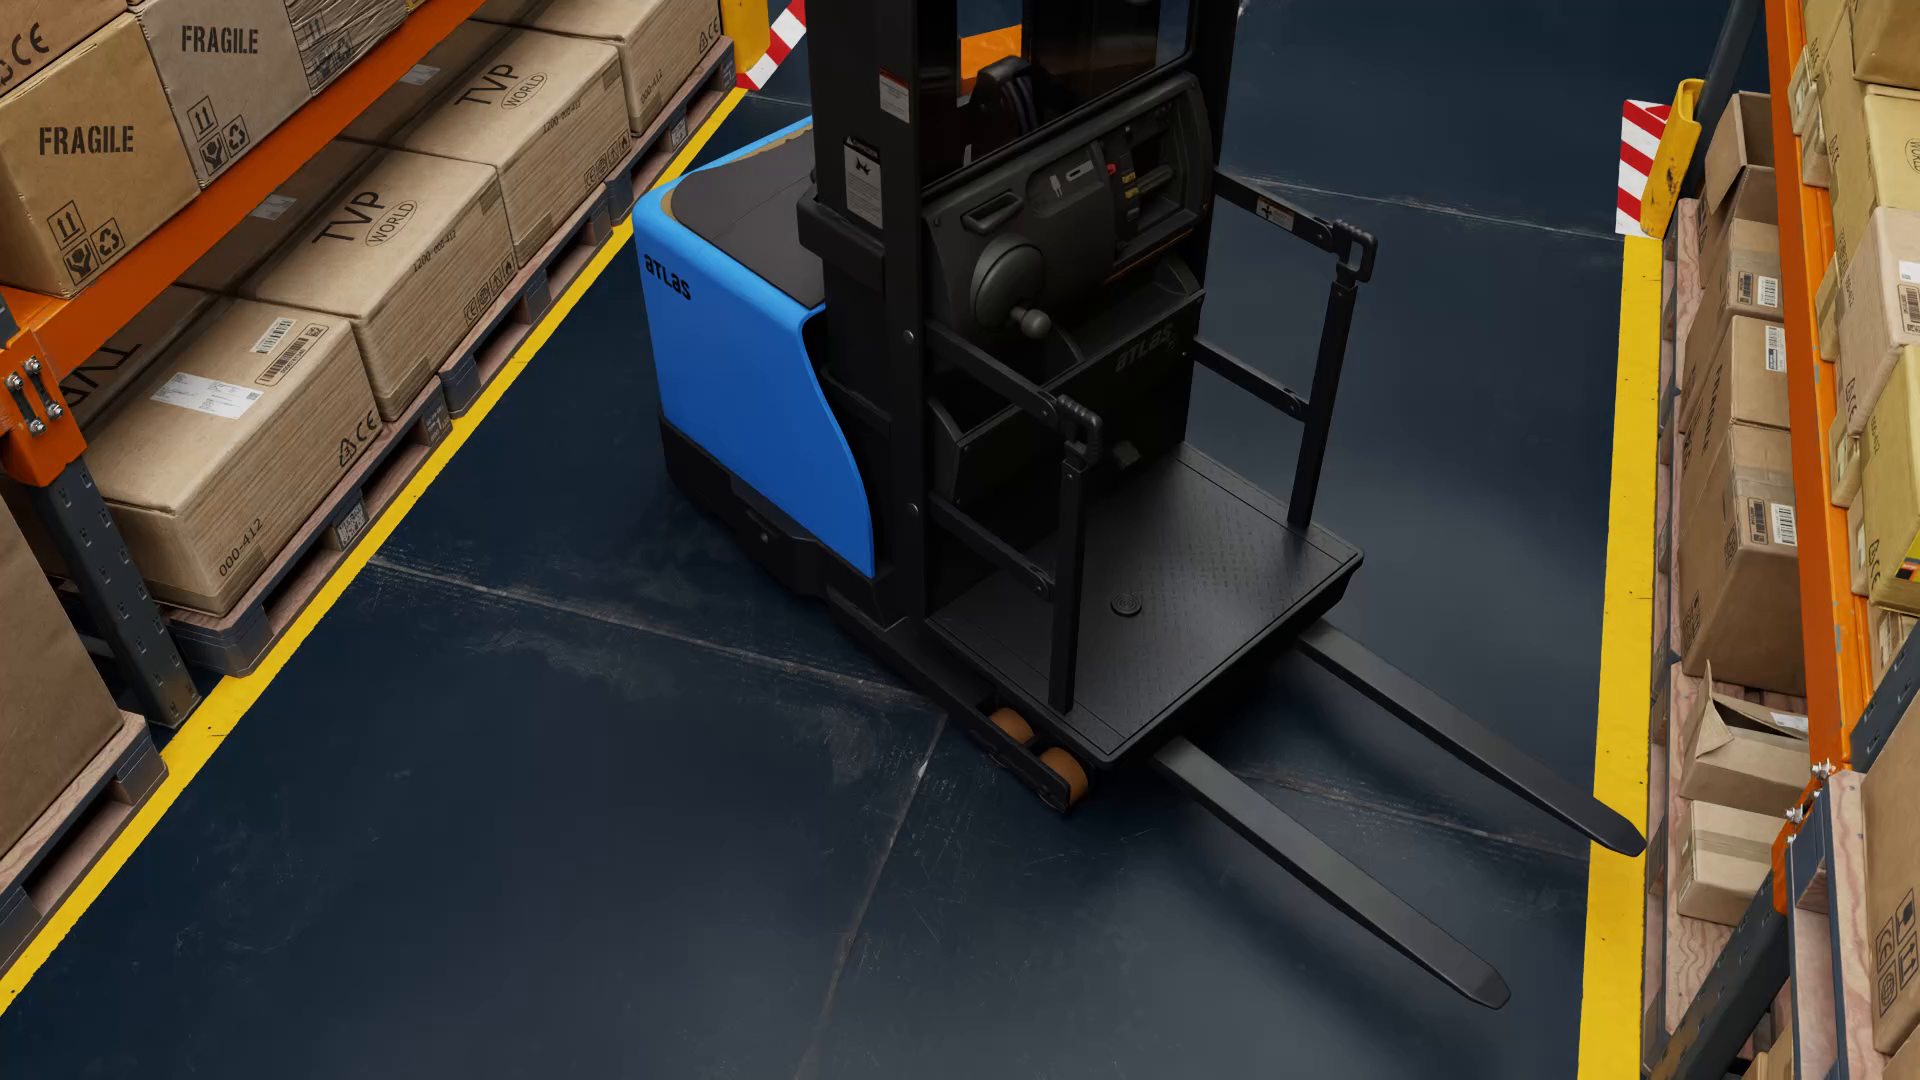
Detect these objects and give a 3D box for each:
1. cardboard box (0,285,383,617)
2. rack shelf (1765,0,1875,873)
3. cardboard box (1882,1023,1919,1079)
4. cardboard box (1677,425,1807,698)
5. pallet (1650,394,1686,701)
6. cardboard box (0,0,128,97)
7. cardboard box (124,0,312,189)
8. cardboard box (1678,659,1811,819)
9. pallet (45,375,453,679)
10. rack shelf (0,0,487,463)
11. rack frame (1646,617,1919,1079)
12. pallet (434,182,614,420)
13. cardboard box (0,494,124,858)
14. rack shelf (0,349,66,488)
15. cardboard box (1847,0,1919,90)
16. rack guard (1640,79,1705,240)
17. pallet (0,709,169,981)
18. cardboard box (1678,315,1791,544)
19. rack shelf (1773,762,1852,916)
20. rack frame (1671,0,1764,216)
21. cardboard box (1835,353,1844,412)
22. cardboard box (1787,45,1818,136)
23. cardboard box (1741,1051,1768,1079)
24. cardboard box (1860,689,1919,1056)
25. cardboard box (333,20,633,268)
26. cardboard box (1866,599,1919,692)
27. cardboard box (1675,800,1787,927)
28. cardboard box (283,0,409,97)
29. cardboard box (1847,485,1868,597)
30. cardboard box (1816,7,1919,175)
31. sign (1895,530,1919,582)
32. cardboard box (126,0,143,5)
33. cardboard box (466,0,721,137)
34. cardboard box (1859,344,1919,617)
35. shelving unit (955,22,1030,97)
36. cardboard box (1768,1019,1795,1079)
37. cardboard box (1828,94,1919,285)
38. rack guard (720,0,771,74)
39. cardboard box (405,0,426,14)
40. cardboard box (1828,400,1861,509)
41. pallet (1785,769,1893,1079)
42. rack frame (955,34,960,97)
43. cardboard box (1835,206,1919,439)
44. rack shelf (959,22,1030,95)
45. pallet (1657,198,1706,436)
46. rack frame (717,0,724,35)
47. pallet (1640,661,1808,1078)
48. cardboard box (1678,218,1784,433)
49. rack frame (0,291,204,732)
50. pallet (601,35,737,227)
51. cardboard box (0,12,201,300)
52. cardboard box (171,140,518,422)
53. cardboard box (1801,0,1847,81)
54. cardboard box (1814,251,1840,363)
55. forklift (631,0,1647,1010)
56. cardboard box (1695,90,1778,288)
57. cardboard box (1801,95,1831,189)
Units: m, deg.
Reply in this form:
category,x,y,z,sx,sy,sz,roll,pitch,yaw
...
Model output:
category,x,y,z,sx,sy,sz,roll,pitch,yaw
cardboard box,-2.378,-0.307,4.951,0.875,0.438,0.875,12,46,12
rack shelf,2.667,-0.705,4.340,1.077,0.370,4.000,13,46,13
cardboard box,1.545,0.806,1.910,0.700,0.500,0.500,13,46,13
cardboard box,2.387,0.090,4.501,0.700,0.500,0.500,11,45,11
pallet,2.638,0.095,5.002,1.003,0.211,1.213,13,46,13
cardboard box,-2.296,-1.337,3.685,0.500,0.500,0.500,13,46,13
cardboard box,-2.123,-1.305,4.367,0.500,0.500,0.500,13,46,13
cardboard box,2.058,0.527,4.221,0.396,0.266,0.258,14,46,14
pallet,-2.366,-0.171,5.274,1.003,0.211,1.213,13,46,13
rack shelf,-2.065,-1.753,5.411,1.077,0.370,4.000,13,46,13
rack frame,2.058,0.371,2.726,0.949,2.616,0.053,13,46,13
pallet,-1.998,-0.987,6.108,1.003,0.211,1.213,13,46,12
cardboard box,-2.782,0.362,3.954,0.875,0.875,0.875,14,46,14
rack shelf,-3.276,0.913,2.687,1.077,0.370,4.000,13,46,13
cardboard box,2.424,-1.370,3.864,0.500,0.500,0.500,14,46,14
rack guard,3.250,-1.351,6.273,1.175,0.500,0.348,13,46,13
pallet,-2.832,0.850,4.231,1.003,0.211,1.213,13,46,13
cardboard box,2.446,-0.271,4.869,0.500,0.500,0.500,13,46,13
rack shelf,1.456,1.962,1.615,1.077,0.370,4.000,13,46,13
rack frame,3.273,-2.295,5.450,1.000,3.000,0.127,13,46,13
cardboard box,2.136,-0.330,3.623,0.380,0.149,0.250,14,46,14
cardboard box,2.474,-1.196,4.507,0.380,0.149,0.250,11,46,11
cardboard box,1.700,1.390,3.172,0.500,0.500,0.500,14,46,14
cardboard box,1.702,0.461,2.263,0.700,0.500,0.500,14,46,14
cardboard box,-1.833,-1.505,6.175,0.875,0.438,0.875,14,46,14
cardboard box,1.917,0.195,3.085,0.380,0.149,0.250,13,46,13
cardboard box,1.950,0.807,4.019,0.380,0.149,0.250,11,45,11
cardboard box,-1.966,-1.635,4.705,0.500,0.500,0.500,13,46,13
cardboard box,1.975,0.017,3.267,0.380,0.149,0.250,14,46,14
cardboard box,2.441,-1.082,4.106,0.500,0.250,0.500,11,46,11
sign,1.542,-0.048,2.535,0.100,0.325,0.005,13,46,13
cardboard box,-2.137,-1.672,4.027,0.500,0.500,0.500,12,46,12
cardboard box,-1.564,-2.117,6.800,0.875,0.438,0.875,11,45,11
cardboard box,1.983,-0.072,3.074,0.500,0.250,0.500,14,46,14
shelving unit,0.159,-1.267,5.687,0.503,1.200,0.258,-19,47,-18
cardboard box,1.699,1.066,3.039,0.380,0.149,0.250,15,46,14
cardboard box,2.284,-0.739,3.755,0.500,0.250,0.500,12,46,12
rack guard,-1.452,-2.466,7.413,1.175,0.500,0.348,13,46,13
cardboard box,-1.810,-1.978,5.056,0.500,0.500,0.500,14,46,14
cardboard box,2.031,-0.161,3.450,0.380,0.149,0.250,14,46,14
pallet,1.715,0.950,2.272,1.003,0.211,1.213,13,46,13
rack frame,-0.060,-1.192,5.610,0.015,1.200,0.240,-19,47,-18
cardboard box,2.121,-0.409,3.418,0.500,0.250,0.500,13,46,13
rack shelf,0.159,-1.548,5.412,0.480,0.148,0.258,-19,47,-18
pallet,3.009,-0.716,5.831,1.003,0.211,1.213,13,46,13
rack frame,-1.459,-3.344,6.522,1.000,3.000,0.127,13,46,13
pallet,2.270,0.911,4.169,1.003,0.211,1.213,13,46,13
cardboard box,2.701,-0.602,5.208,0.700,0.500,0.500,14,46,14
rack frame,-2.671,-0.677,3.798,1.000,3.000,0.127,13,46,13
pallet,-1.627,-1.797,6.936,1.003,0.211,1.213,13,46,13
cardboard box,-2.279,-0.970,4.026,0.500,0.500,0.500,14,46,14
cardboard box,-2.108,-0.904,5.561,0.875,0.438,0.875,11,45,11
cardboard box,2.576,-1.427,4.459,0.500,0.250,0.500,12,46,12
cardboard box,2.187,-0.507,3.803,0.380,0.149,0.250,12,46,12
forklift,0.432,-0.732,3.903,1.130,2.935,3.031,-34,54,-30
cardboard box,2.997,-1.165,5.780,0.797,0.503,0.637,11,45,11
cardboard box,2.414,-1.016,4.323,0.380,0.149,0.250,14,46,13
